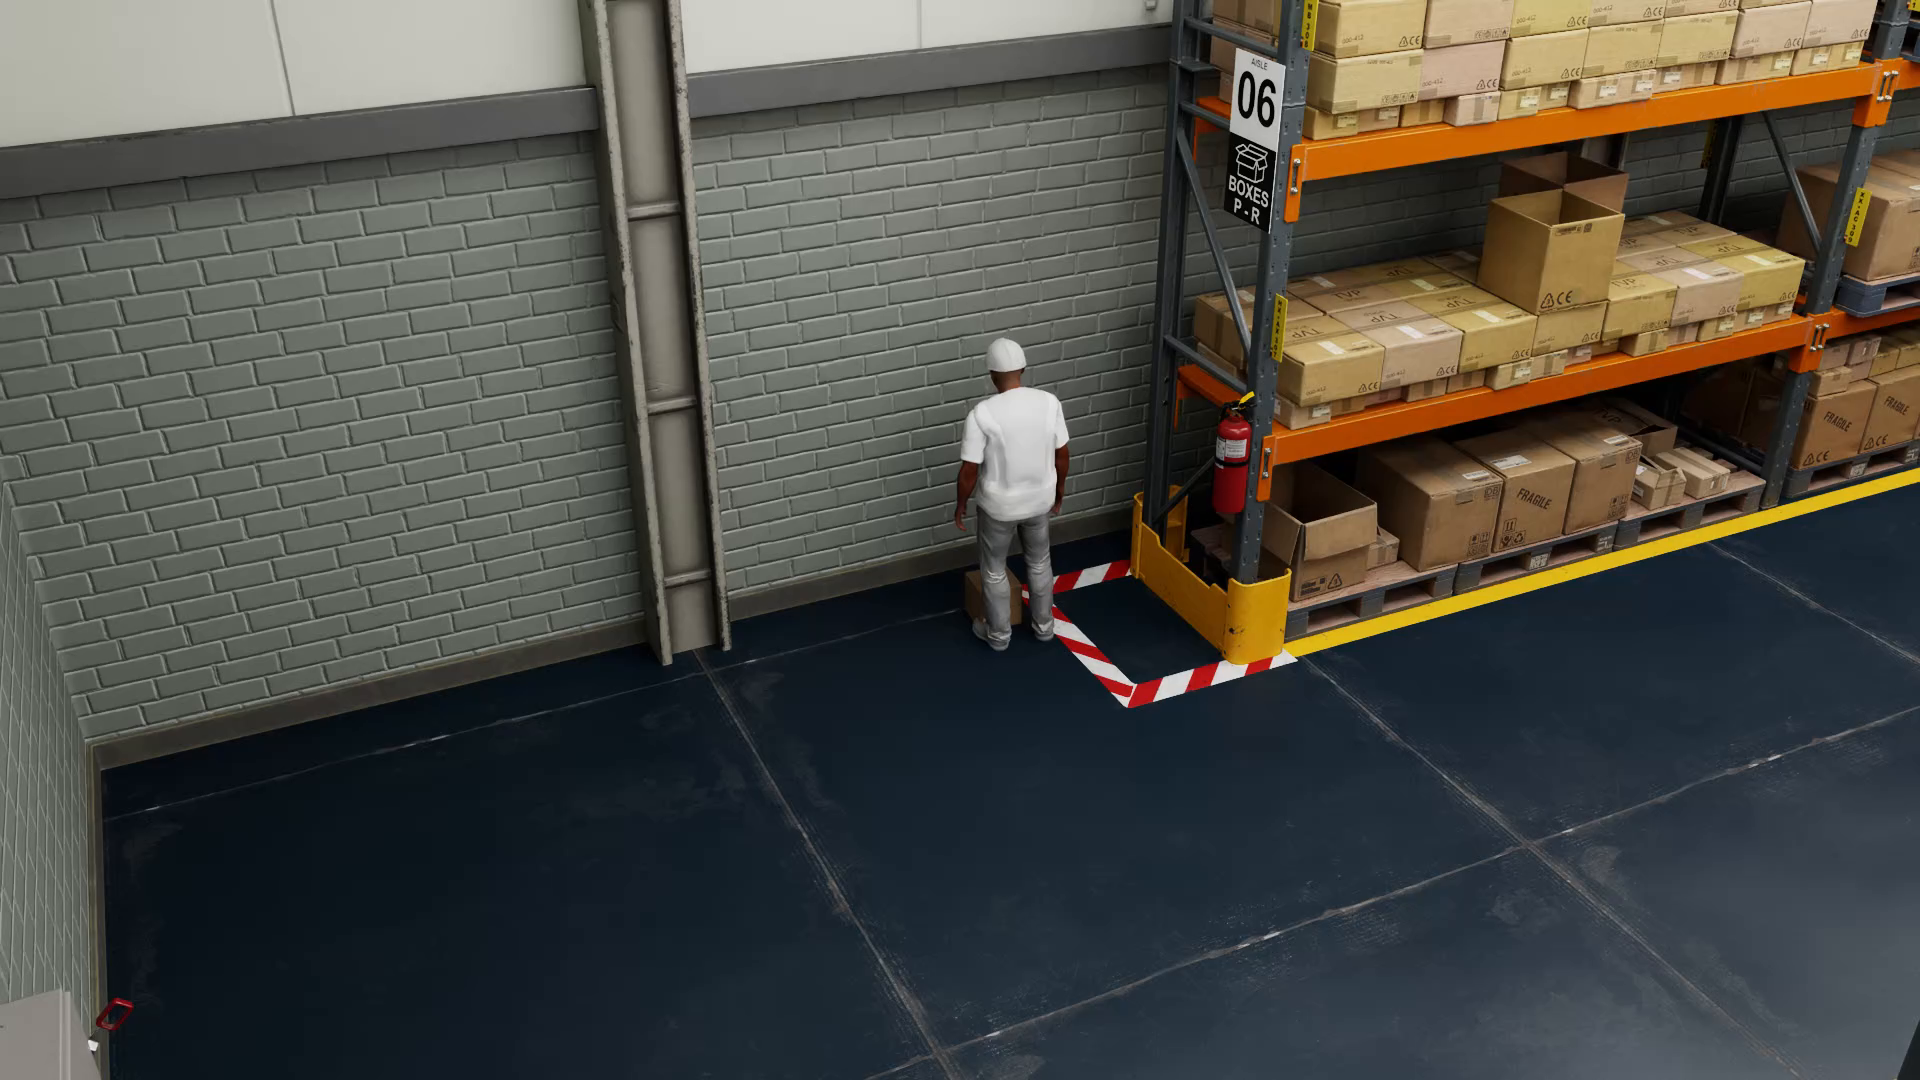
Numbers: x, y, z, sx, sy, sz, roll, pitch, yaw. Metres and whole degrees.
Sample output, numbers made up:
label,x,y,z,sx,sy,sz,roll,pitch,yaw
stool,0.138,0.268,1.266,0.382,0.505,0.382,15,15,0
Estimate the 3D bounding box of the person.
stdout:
label,x,y,z,sx,sy,sz,roll,pitch,yaw
person,0.273,-0.242,8.842,0.637,1.662,0.356,-10,31,-18
